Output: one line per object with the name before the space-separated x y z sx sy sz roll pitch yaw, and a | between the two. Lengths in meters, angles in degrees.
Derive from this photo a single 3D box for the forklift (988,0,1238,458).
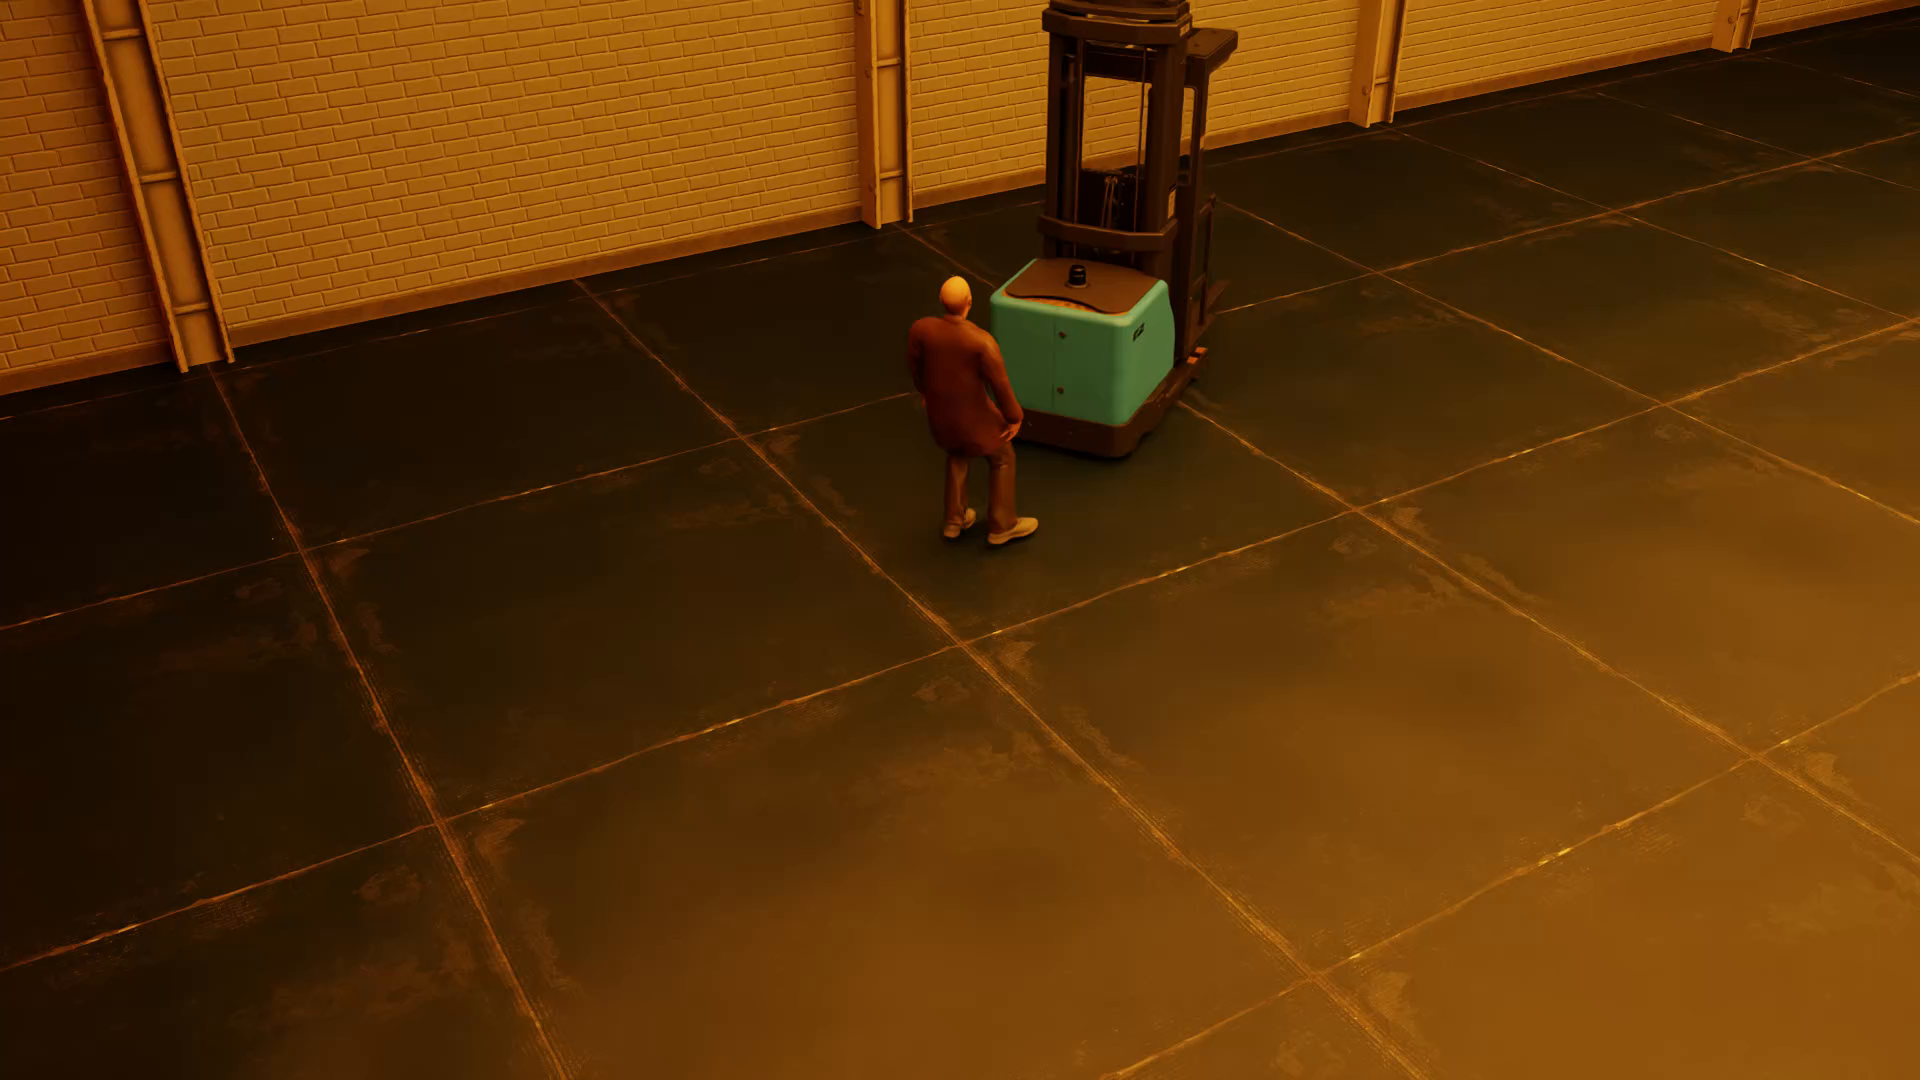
forklift | 1.260 -2.555 11.914 1.130 2.935 3.031 13 33 21

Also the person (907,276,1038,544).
person | 0.056 -0.807 10.123 0.769 1.742 0.487 16 35 25
